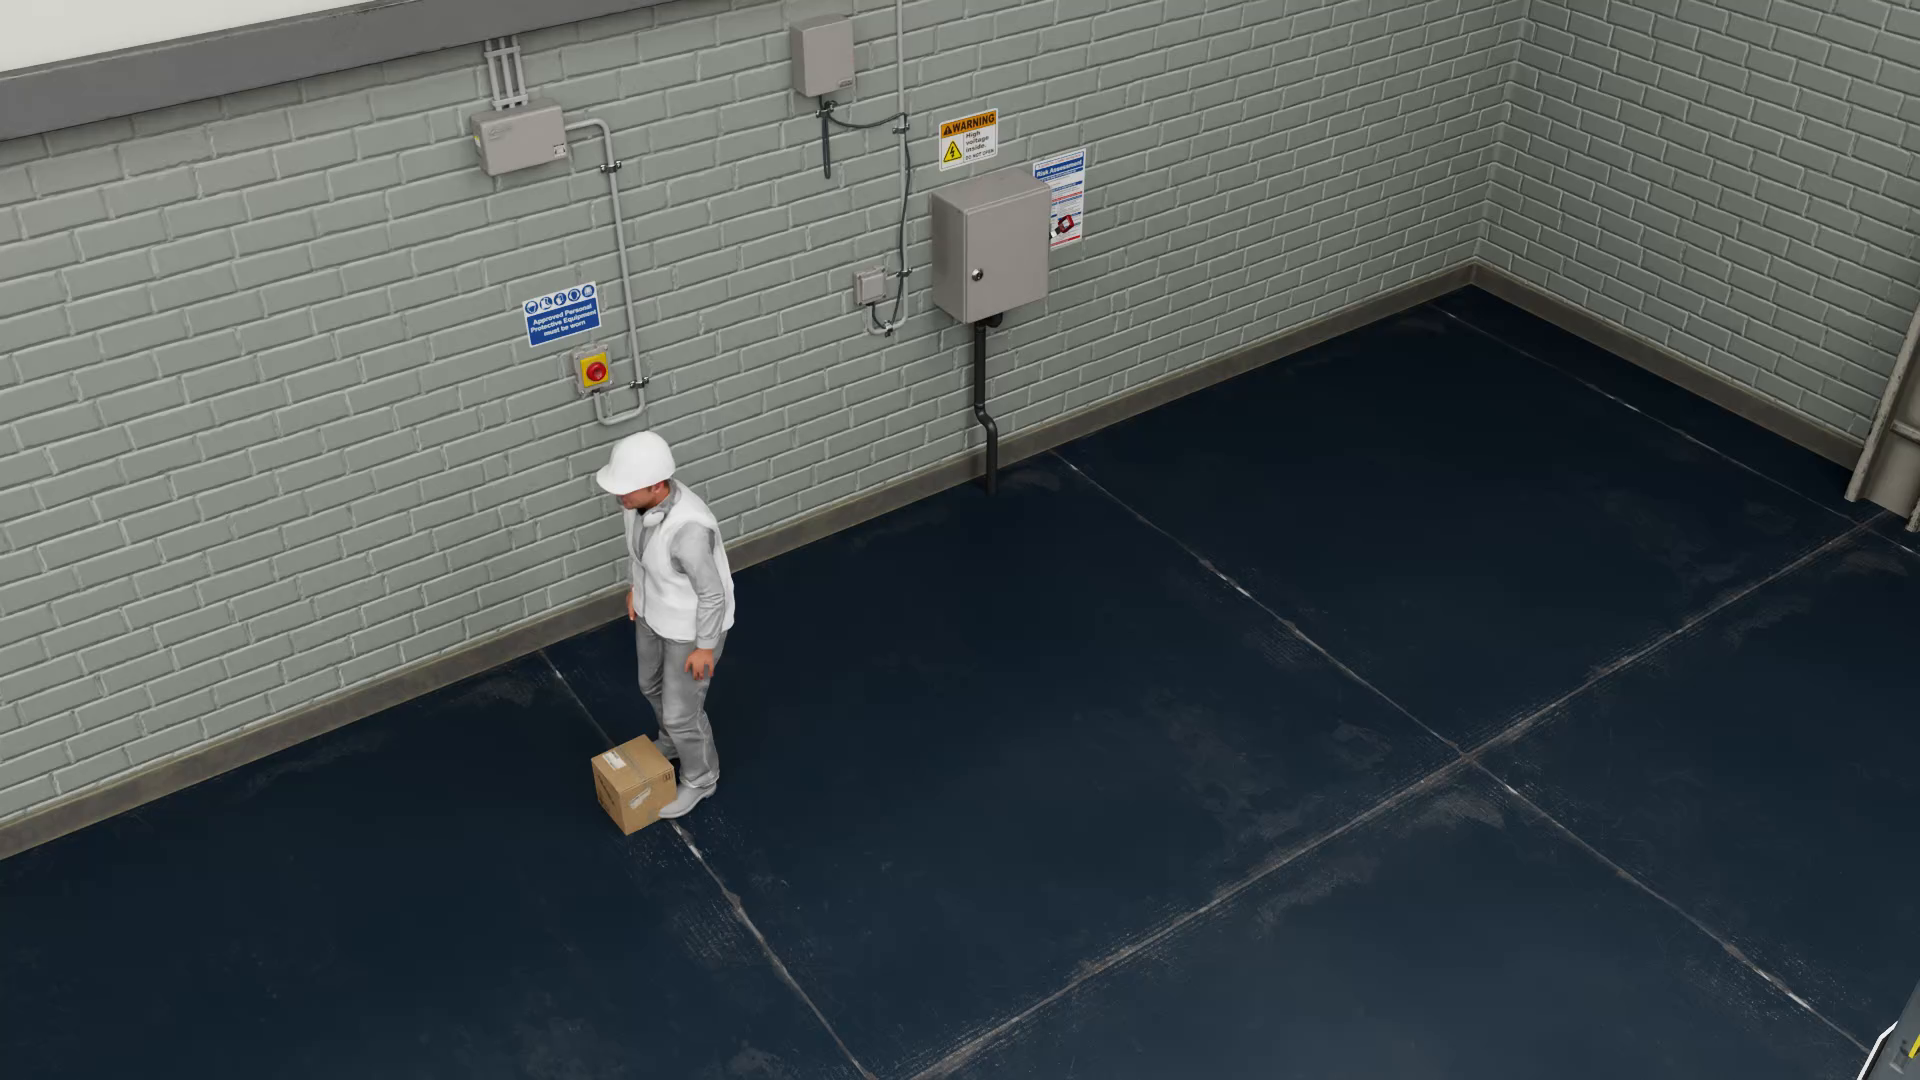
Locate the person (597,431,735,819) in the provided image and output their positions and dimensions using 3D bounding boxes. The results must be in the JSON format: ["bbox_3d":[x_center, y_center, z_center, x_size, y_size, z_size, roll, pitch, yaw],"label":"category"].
[{"bbox_3d":[-1.136,0.308,6.559,0.475,1.770,0.583,-25,43,-30],"label":"person"}]
